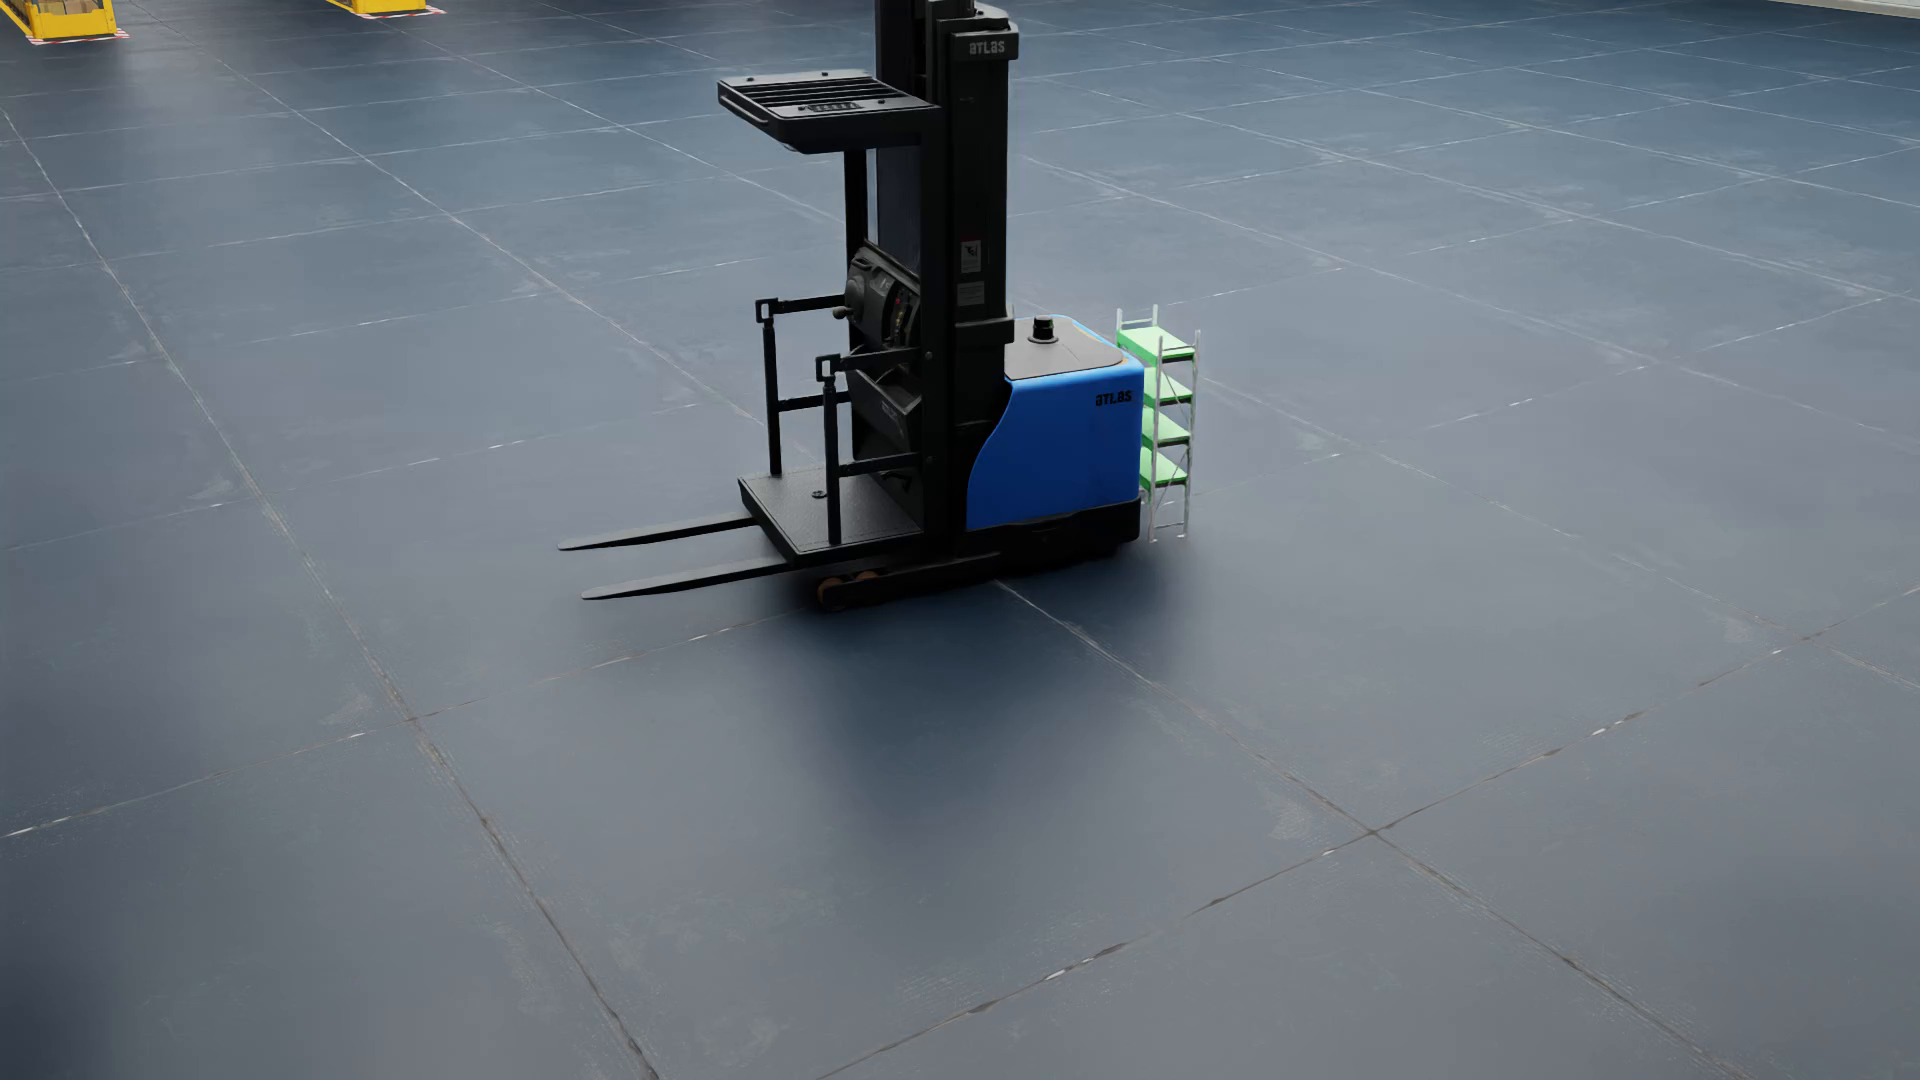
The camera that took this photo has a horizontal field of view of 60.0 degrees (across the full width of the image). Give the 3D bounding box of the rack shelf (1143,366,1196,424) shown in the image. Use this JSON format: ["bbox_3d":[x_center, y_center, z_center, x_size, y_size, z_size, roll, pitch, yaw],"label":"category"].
[{"bbox_3d":[1.067,-0.803,9.133,0.258,0.148,0.480,-9,27,-19],"label":"rack shelf"}]

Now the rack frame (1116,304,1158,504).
[{"bbox_3d":[0.979,-0.741,9.414,0.240,1.200,0.015,-9,27,-19],"label":"rack frame"}]

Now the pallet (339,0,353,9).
[{"bbox_3d":[-10.198,-9.462,29.045,1.003,0.211,1.213,-16,29,-30],"label":"pallet"}]

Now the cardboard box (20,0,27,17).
[{"bbox_3d":[-14.653,-8.507,26.486,0.500,0.250,0.500,-16,29,-30],"label":"cardboard box"}]

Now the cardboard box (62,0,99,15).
[{"bbox_3d":[-13.936,-8.452,26.368,0.500,0.250,0.500,-16,29,-30],"label":"cardboard box"}]

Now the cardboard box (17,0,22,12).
[{"bbox_3d":[-14.928,-8.685,26.864,0.500,0.250,0.500,-16,29,-30],"label":"cardboard box"}]

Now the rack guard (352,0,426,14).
[{"bbox_3d":[-9.759,-9.300,28.365,1.175,0.500,0.348,-16,29,-30],"label":"rack guard"}]

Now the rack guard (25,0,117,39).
[{"bbox_3d":[-13.817,-8.123,25.870,1.175,0.500,0.348,-16,29,-30],"label":"rack guard"}]

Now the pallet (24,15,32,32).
[{"bbox_3d":[-14.283,-8.264,26.509,1.003,0.211,1.213,-16,29,-30],"label":"pallet"}]

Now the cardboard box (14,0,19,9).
[{"bbox_3d":[-15.199,-8.865,27.243,0.500,0.250,0.500,-16,29,-30],"label":"cardboard box"}]

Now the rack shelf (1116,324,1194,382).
[{"bbox_3d":[1.067,-1.020,9.030,0.258,0.148,0.480,-9,27,-19],"label":"rack shelf"}]

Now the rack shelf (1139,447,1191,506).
[{"bbox_3d":[1.068,-0.369,9.338,0.258,0.148,0.480,-9,27,-19],"label":"rack shelf"}]

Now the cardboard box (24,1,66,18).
[{"bbox_3d":[-14.370,-8.331,26.113,0.500,0.250,0.500,-16,29,-30],"label":"cardboard box"}]

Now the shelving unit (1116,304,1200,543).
[{"bbox_3d":[1.067,-0.644,9.208,0.258,1.200,0.503,-9,27,-19],"label":"shelving unit"}]

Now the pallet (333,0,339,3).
[{"bbox_3d":[-10.860,-9.898,29.969,1.003,0.211,1.213,-16,29,-30],"label":"pallet"}]

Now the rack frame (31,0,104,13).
[{"bbox_3d":[-13.830,-9.262,25.355,1.000,3.000,0.127,-16,29,-30],"label":"rack frame"}]

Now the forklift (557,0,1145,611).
[{"bbox_3d":[-0.580,-1.220,8.401,3.031,2.935,1.130,-10,27,-21],"label":"forklift"}]

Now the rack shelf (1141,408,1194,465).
[{"bbox_3d":[1.067,-0.586,9.236,0.258,0.148,0.480,-9,27,-19],"label":"rack shelf"}]

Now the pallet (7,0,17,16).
[{"bbox_3d":[-15.615,-9.137,28.358,1.003,0.211,1.213,-16,29,-30],"label":"pallet"}]

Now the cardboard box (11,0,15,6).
[{"bbox_3d":[-15.477,-9.042,27.619,0.500,0.250,0.500,-16,29,-30],"label":"cardboard box"}]

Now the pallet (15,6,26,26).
[{"bbox_3d":[-14.945,-8.700,27.432,1.003,0.211,1.213,-16,29,-30],"label":"pallet"}]

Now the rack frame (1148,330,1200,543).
[{"bbox_3d":[1.155,-0.547,9.002,0.240,1.200,0.015,-9,27,-19],"label":"rack frame"}]

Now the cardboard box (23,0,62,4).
[{"bbox_3d":[-14.372,-8.670,25.952,0.500,0.500,0.500,-16,29,-30],"label":"cardboard box"}]

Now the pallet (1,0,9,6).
[{"bbox_3d":[-16.449,-9.686,29.520,1.003,0.211,1.213,-16,29,-30],"label":"pallet"}]
